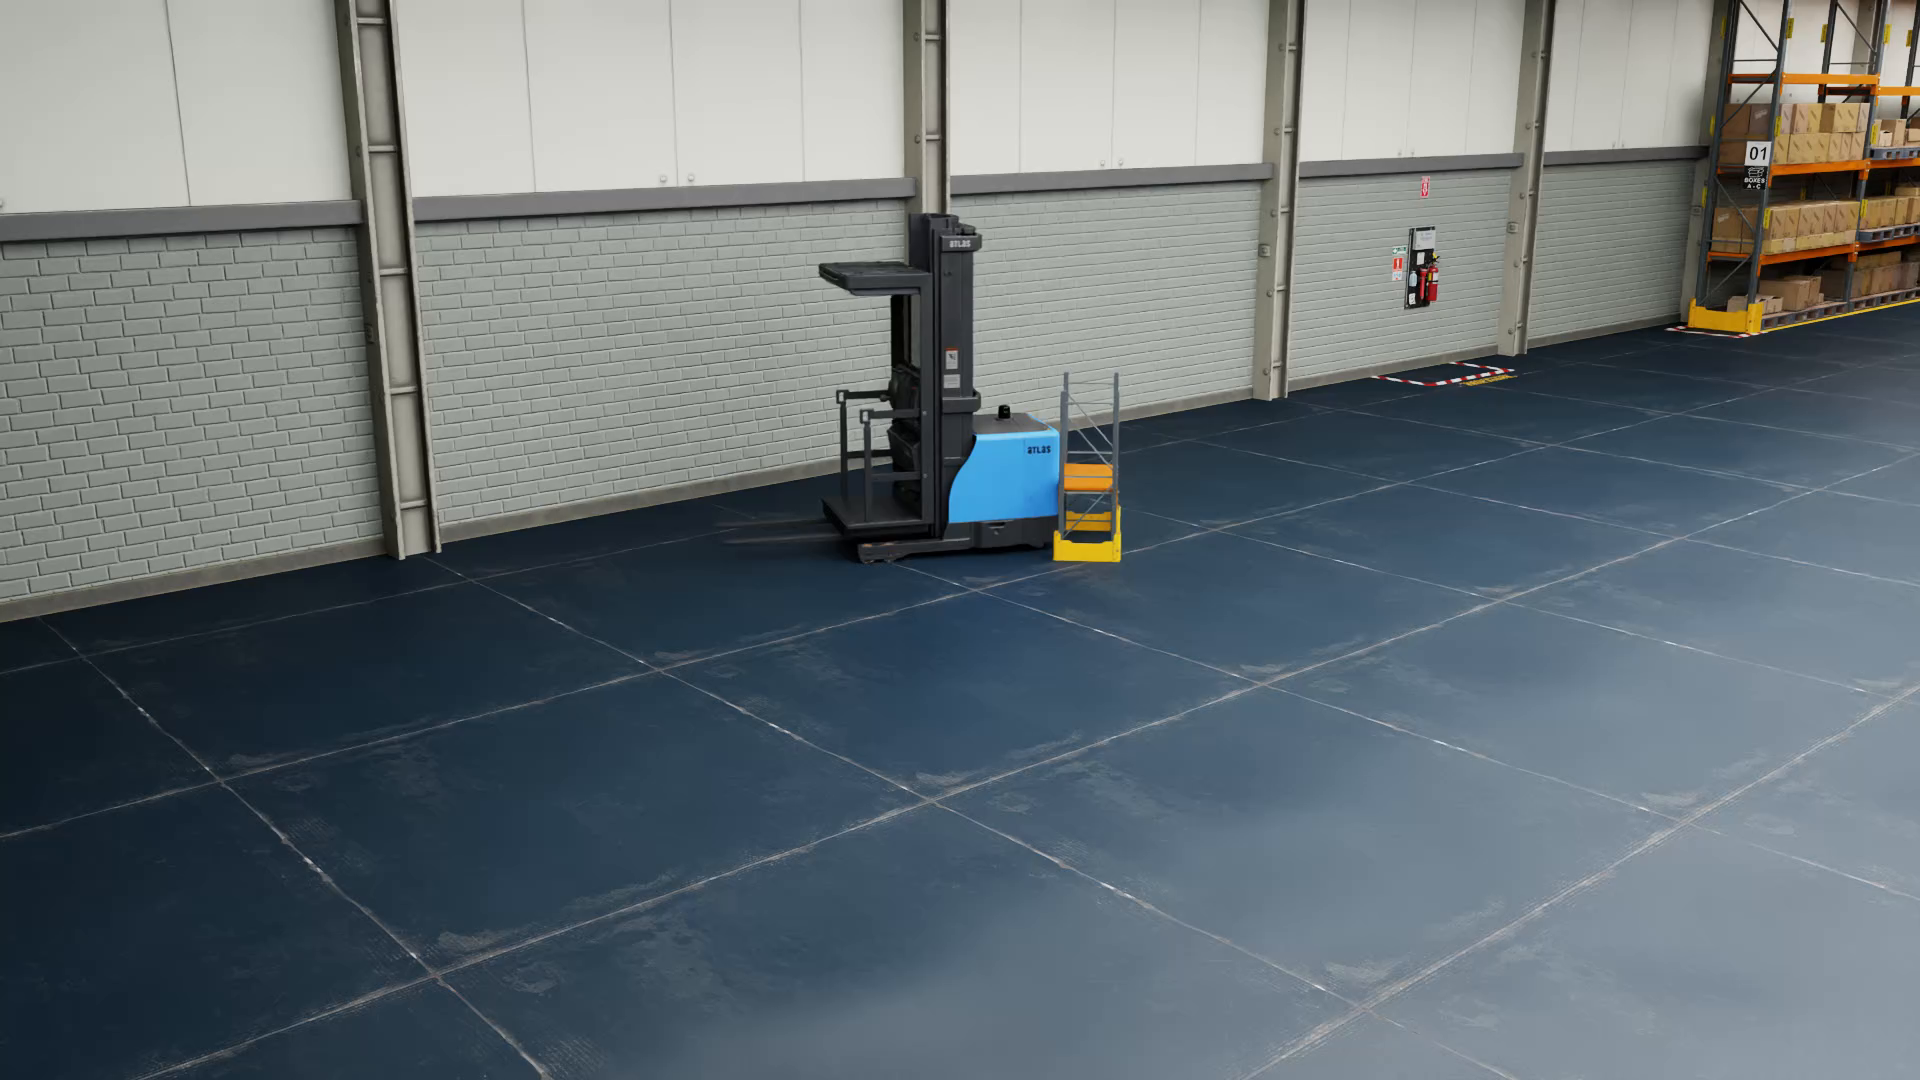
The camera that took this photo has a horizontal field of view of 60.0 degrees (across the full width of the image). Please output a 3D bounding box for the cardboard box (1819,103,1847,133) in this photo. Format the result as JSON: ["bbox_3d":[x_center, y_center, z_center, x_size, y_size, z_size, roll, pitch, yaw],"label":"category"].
[{"bbox_3d":[15.292,-7.462,29.392,0.500,0.500,0.500,-14,20,-41],"label":"cardboard box"}]

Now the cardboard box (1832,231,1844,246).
[{"bbox_3d":[15.746,-5.510,30.319,0.500,0.250,0.500,-13,19,-39],"label":"cardboard box"}]

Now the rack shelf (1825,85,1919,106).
[{"bbox_3d":[17.794,-8.492,31.772,4.000,0.370,1.077,-13,19,-39],"label":"rack shelf"}]

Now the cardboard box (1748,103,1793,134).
[{"bbox_3d":[13.718,-7.126,28.132,0.500,0.500,0.500,14,21,43],"label":"cardboard box"}]

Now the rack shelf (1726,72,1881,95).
[{"bbox_3d":[14.776,-8.006,29.184,4.000,0.370,1.077,-13,19,-39],"label":"rack shelf"}]

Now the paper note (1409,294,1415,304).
[{"bbox_3d":[6.634,-3.535,24.378,0.142,0.148,0.016,-13,19,-39],"label":"paper note"}]

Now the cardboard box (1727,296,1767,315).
[{"bbox_3d":[13.849,-4.131,29.260,0.500,0.311,0.500,13,20,41],"label":"cardboard box"}]

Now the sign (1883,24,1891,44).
[{"bbox_3d":[16.628,-9.074,29.821,0.005,0.325,0.100,-13,19,-39],"label":"sign"}]

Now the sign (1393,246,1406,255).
[{"bbox_3d":[6.337,-4.176,23.974,0.331,0.109,0.001,-13,19,-39],"label":"sign"}]

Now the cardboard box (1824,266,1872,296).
[{"bbox_3d":[17.186,-5.025,32.243,0.500,0.500,0.700,-13,20,-40],"label":"cardboard box"}]

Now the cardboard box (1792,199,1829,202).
[{"bbox_3d":[15.794,-6.056,30.908,0.500,0.500,0.500,-13,20,-41],"label":"cardboard box"}]

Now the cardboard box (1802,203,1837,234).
[{"bbox_3d":[15.372,-5.786,29.896,0.500,0.500,0.500,-13,20,-41],"label":"cardboard box"}]

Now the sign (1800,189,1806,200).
[{"bbox_3d":[15.918,-6.462,31.386,0.005,0.325,0.100,-13,19,-39],"label":"sign"}]

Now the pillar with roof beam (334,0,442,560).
[{"bbox_3d":[-2.051,-3.399,10.538,0.400,9.000,9.100,-13,19,-39],"label":"pillar with roof beam"}]

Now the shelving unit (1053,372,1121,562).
[{"bbox_3d":[1.156,-0.676,14.876,0.587,1.500,1.083,1,15,5],"label":"shelving unit"}]

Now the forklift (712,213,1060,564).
[{"bbox_3d":[-0.675,-1.361,14.666,3.031,2.935,1.130,-4,16,-15],"label":"forklift"}]

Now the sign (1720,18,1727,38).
[{"bbox_3d":[12.919,-8.655,28.099,0.005,0.325,0.100,-13,19,-39],"label":"sign"}]

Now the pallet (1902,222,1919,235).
[{"bbox_3d":[18.835,-6.239,33.165,1.003,0.211,1.213,-13,19,-39],"label":"pallet"}]

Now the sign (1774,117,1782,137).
[{"bbox_3d":[13.624,-6.884,27.701,0.005,0.325,0.100,-13,19,-39],"label":"sign"}]

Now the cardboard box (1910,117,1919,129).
[{"bbox_3d":[19.624,-8.275,33.557,0.700,0.500,0.500,14,21,43],"label":"cardboard box"}]

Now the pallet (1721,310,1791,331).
[{"bbox_3d":[13.961,-3.914,29.494,1.213,0.211,1.003,-13,19,-39],"label":"pallet"}]

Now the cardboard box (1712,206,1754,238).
[{"bbox_3d":[13.484,-5.538,28.971,0.500,0.500,0.500,-13,20,-40],"label":"cardboard box"}]

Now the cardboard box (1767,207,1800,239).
[{"bbox_3d":[14.205,-5.521,28.907,0.500,0.500,0.500,-13,19,-39],"label":"cardboard box"}]

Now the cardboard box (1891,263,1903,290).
[{"bbox_3d":[18.329,-5.281,33.200,0.500,0.500,0.700,-13,20,-39],"label":"cardboard box"}]

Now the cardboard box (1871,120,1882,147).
[{"bbox_3d":[16.750,-7.573,30.968,0.500,0.500,0.500,-9,18,-32],"label":"cardboard box"}]

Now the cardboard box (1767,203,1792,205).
[{"bbox_3d":[14.637,-5.795,29.933,0.500,0.500,0.500,-12,19,-39],"label":"cardboard box"}]

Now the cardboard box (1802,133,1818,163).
[{"bbox_3d":[14.502,-6.806,28.871,0.500,0.500,0.500,-12,19,-37],"label":"cardboard box"}]

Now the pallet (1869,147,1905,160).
[{"bbox_3d":[16.821,-7.238,31.084,1.003,0.211,1.213,-13,19,-39],"label":"pallet"}]

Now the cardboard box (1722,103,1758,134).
[{"bbox_3d":[13.421,-7.232,28.529,0.500,0.500,0.500,-12,19,-37],"label":"cardboard box"}]

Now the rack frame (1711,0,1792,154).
[{"bbox_3d":[13.268,-8.016,27.822,0.127,3.000,1.000,-13,19,-39],"label":"rack frame"}]

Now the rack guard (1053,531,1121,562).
[{"bbox_3d":[1.113,0.056,14.557,0.587,0.250,0.087,1,15,5],"label":"rack guard"}]

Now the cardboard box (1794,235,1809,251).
[{"bbox_3d":[14.615,-5.252,29.350,0.500,0.250,0.500,-13,20,-40],"label":"cardboard box"}]

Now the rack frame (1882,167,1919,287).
[{"bbox_3d":[19.303,-6.473,33.670,0.127,3.000,1.000,-13,19,-39],"label":"rack frame"}]

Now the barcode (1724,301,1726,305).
[{"bbox_3d":[13.600,-4.216,29.562,0.075,0.075,0.001,-13,19,-39],"label":"barcode"}]

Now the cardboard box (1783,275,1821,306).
[{"bbox_3d":[15.529,-4.617,30.712,0.500,0.500,0.500,14,21,43],"label":"cardboard box"}]

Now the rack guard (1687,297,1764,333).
[{"bbox_3d":[13.325,-3.923,28.967,0.348,0.500,1.175,-13,19,-39],"label":"rack guard"}]

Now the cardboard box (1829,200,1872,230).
[{"bbox_3d":[16.692,-6.136,31.362,0.500,0.500,0.700,-13,19,-39],"label":"cardboard box"}]

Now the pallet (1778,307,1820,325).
[{"bbox_3d":[14.881,-4.120,30.264,1.213,0.211,1.003,-13,19,-39],"label":"pallet"}]

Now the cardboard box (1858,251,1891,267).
[{"bbox_3d":[17.938,-5.535,32.699,0.500,0.250,0.500,-13,20,-40],"label":"cardboard box"}]

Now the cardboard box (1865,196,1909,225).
[{"bbox_3d":[18.029,-6.437,32.489,0.500,0.500,0.700,-13,19,-39],"label":"cardboard box"}]

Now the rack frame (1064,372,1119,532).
[{"bbox_3d":[1.199,-0.805,15.356,0.500,1.500,0.032,1,15,5],"label":"rack frame"}]

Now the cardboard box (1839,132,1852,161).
[{"bbox_3d":[15.677,-7.086,29.919,0.500,0.500,0.500,14,20,42],"label":"cardboard box"}]

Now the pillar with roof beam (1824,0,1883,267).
[{"bbox_3d":[20.580,-8.481,29.564,0.400,9.000,9.100,-13,19,-39],"label":"pillar with roof beam"}]
